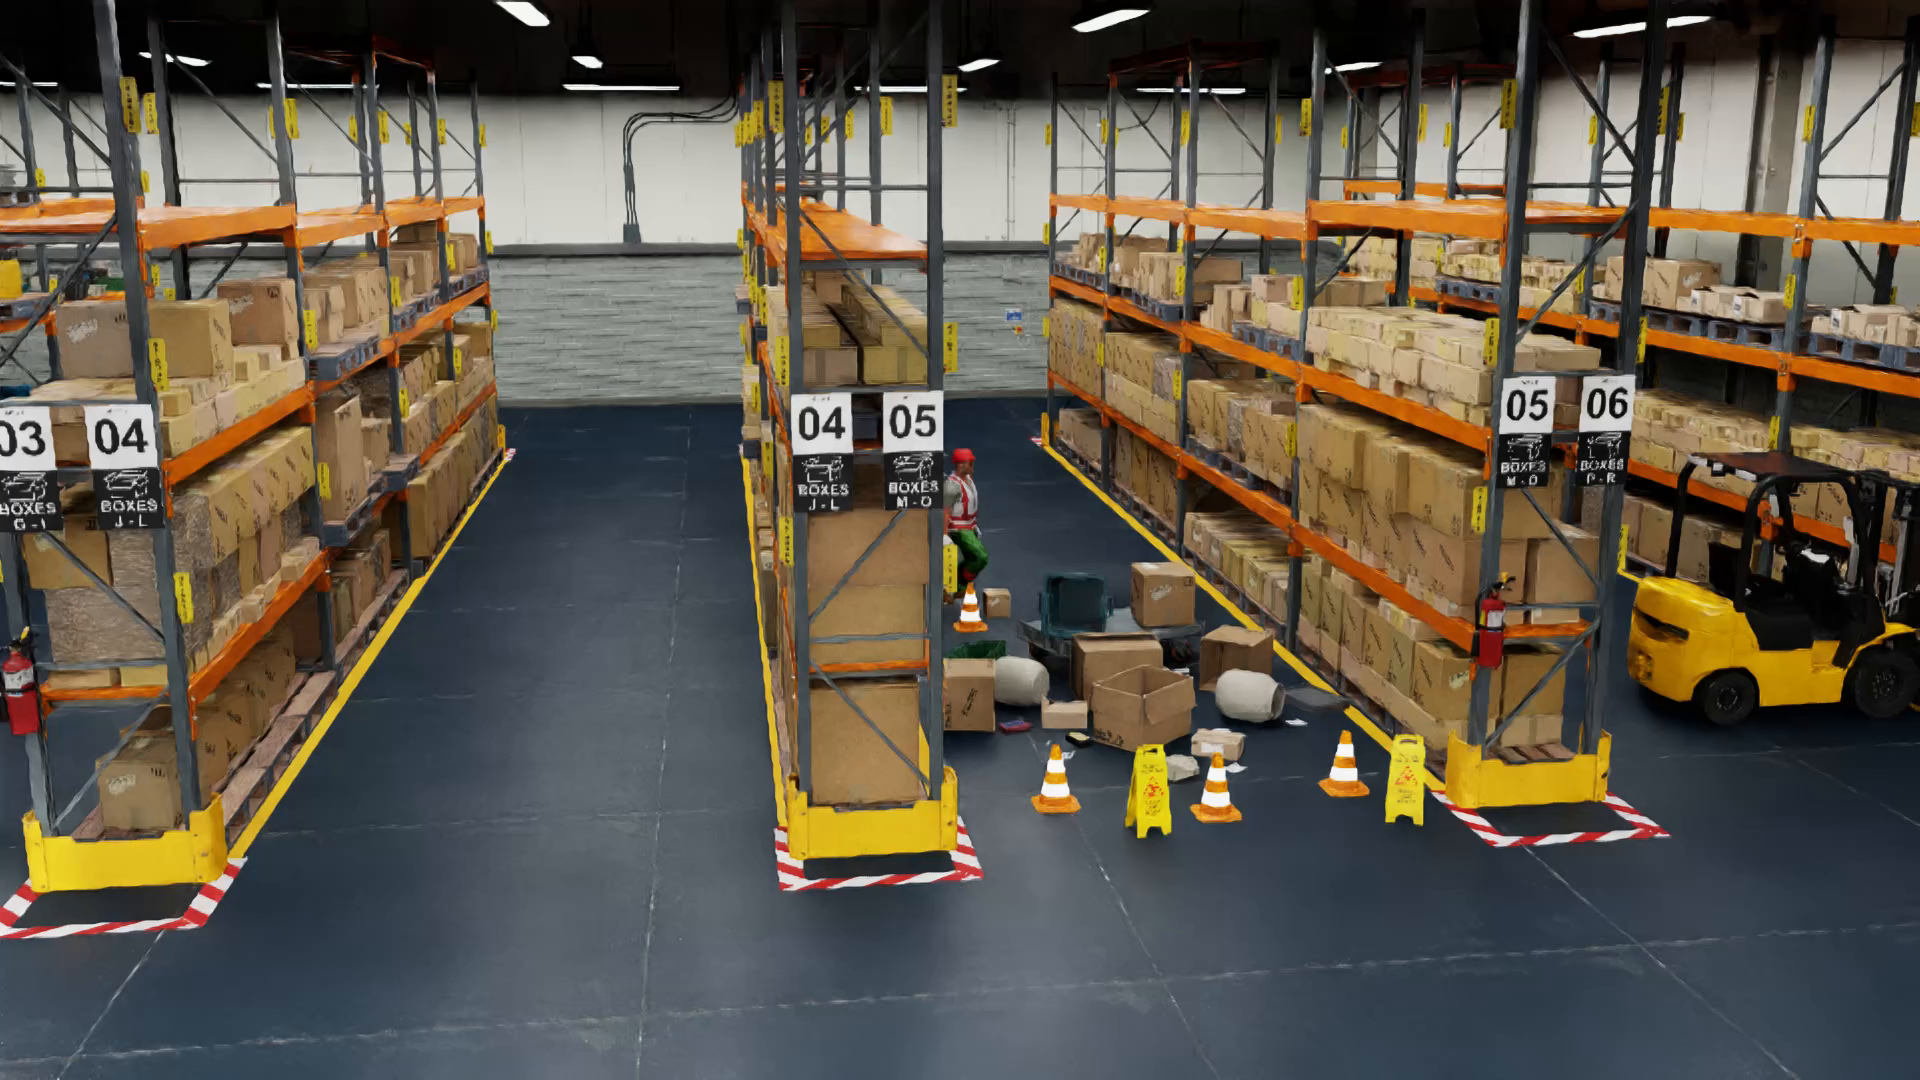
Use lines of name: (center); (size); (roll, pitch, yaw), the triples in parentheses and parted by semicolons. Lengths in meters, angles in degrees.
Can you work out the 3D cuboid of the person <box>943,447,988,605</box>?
person: (-0.003, -0.104, 17.189); (0.744, 1.717, 0.655); (5, 14, 19)
